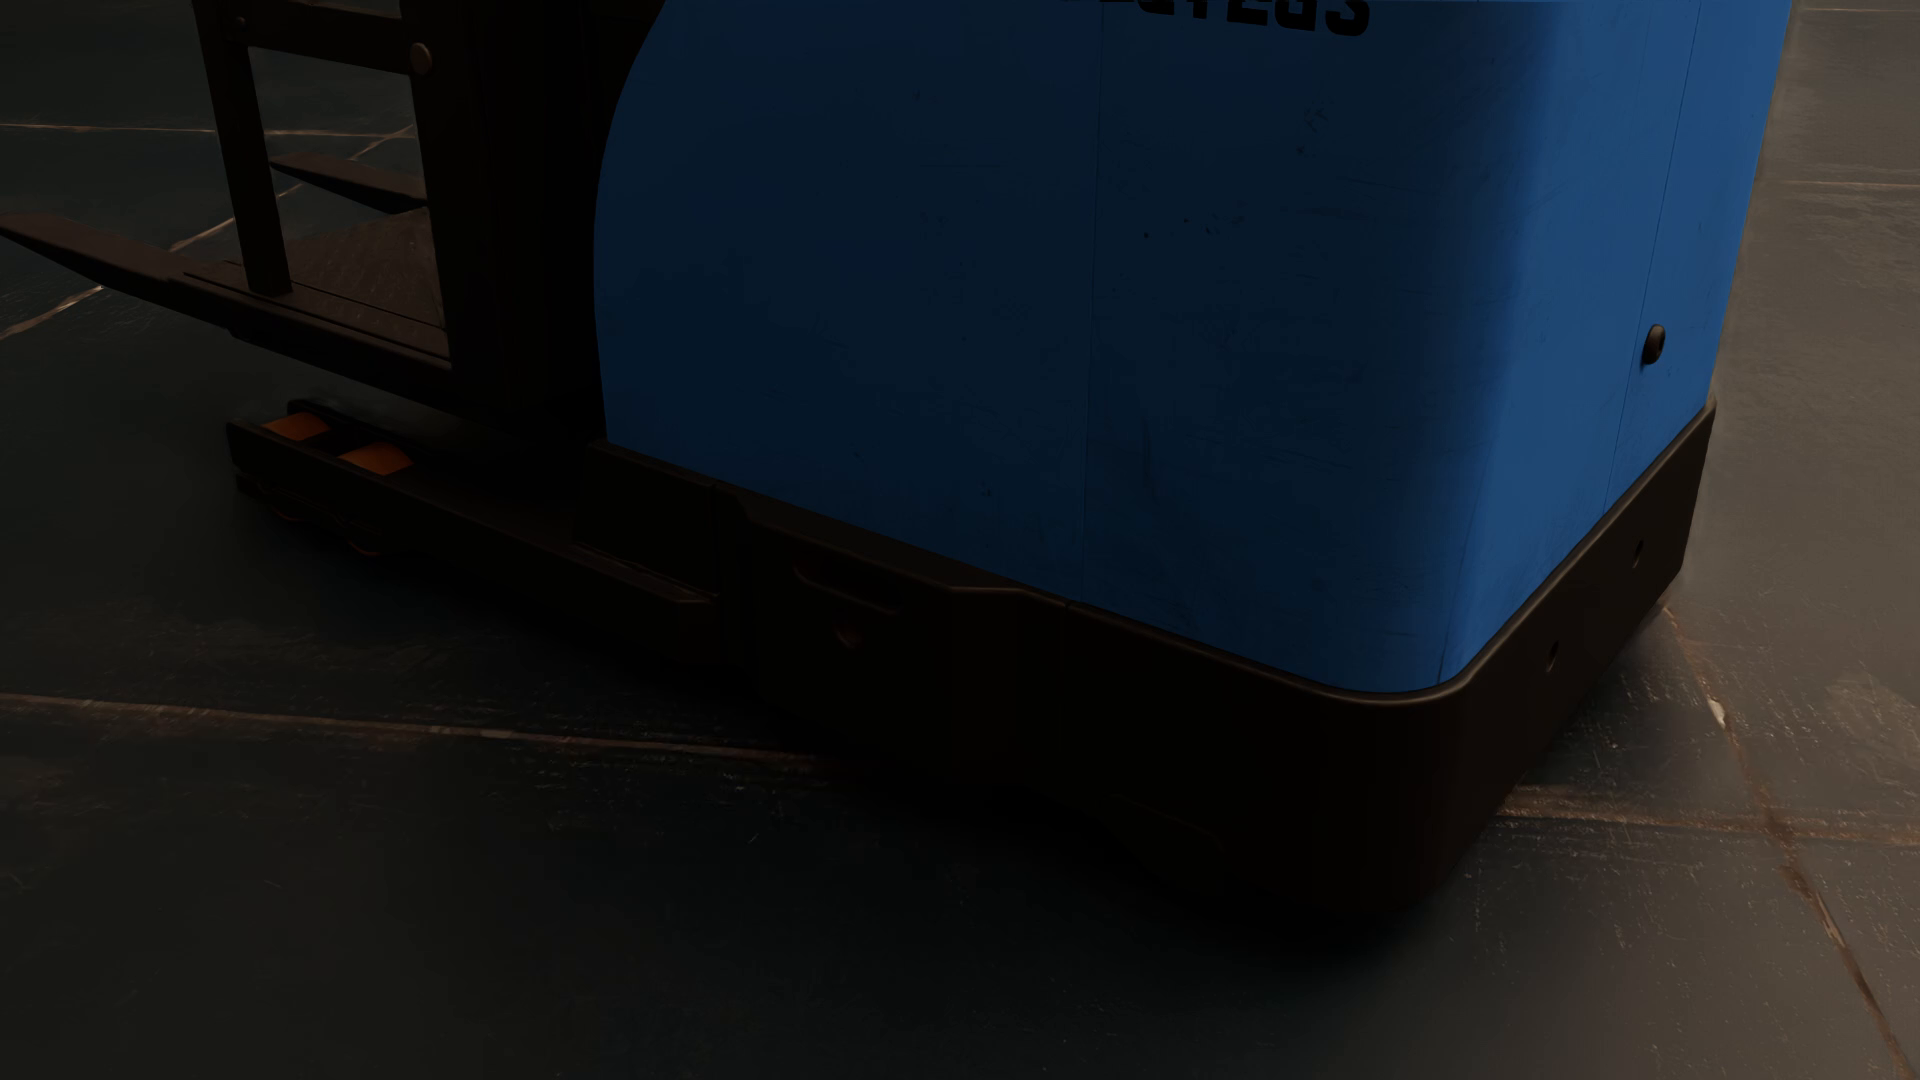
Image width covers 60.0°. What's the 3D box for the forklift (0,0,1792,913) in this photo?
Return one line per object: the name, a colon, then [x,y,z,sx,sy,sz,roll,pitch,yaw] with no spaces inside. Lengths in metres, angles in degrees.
forklift: [-0.493,-1.457,2.136,3.031,2.935,1.130,18,32,32]
